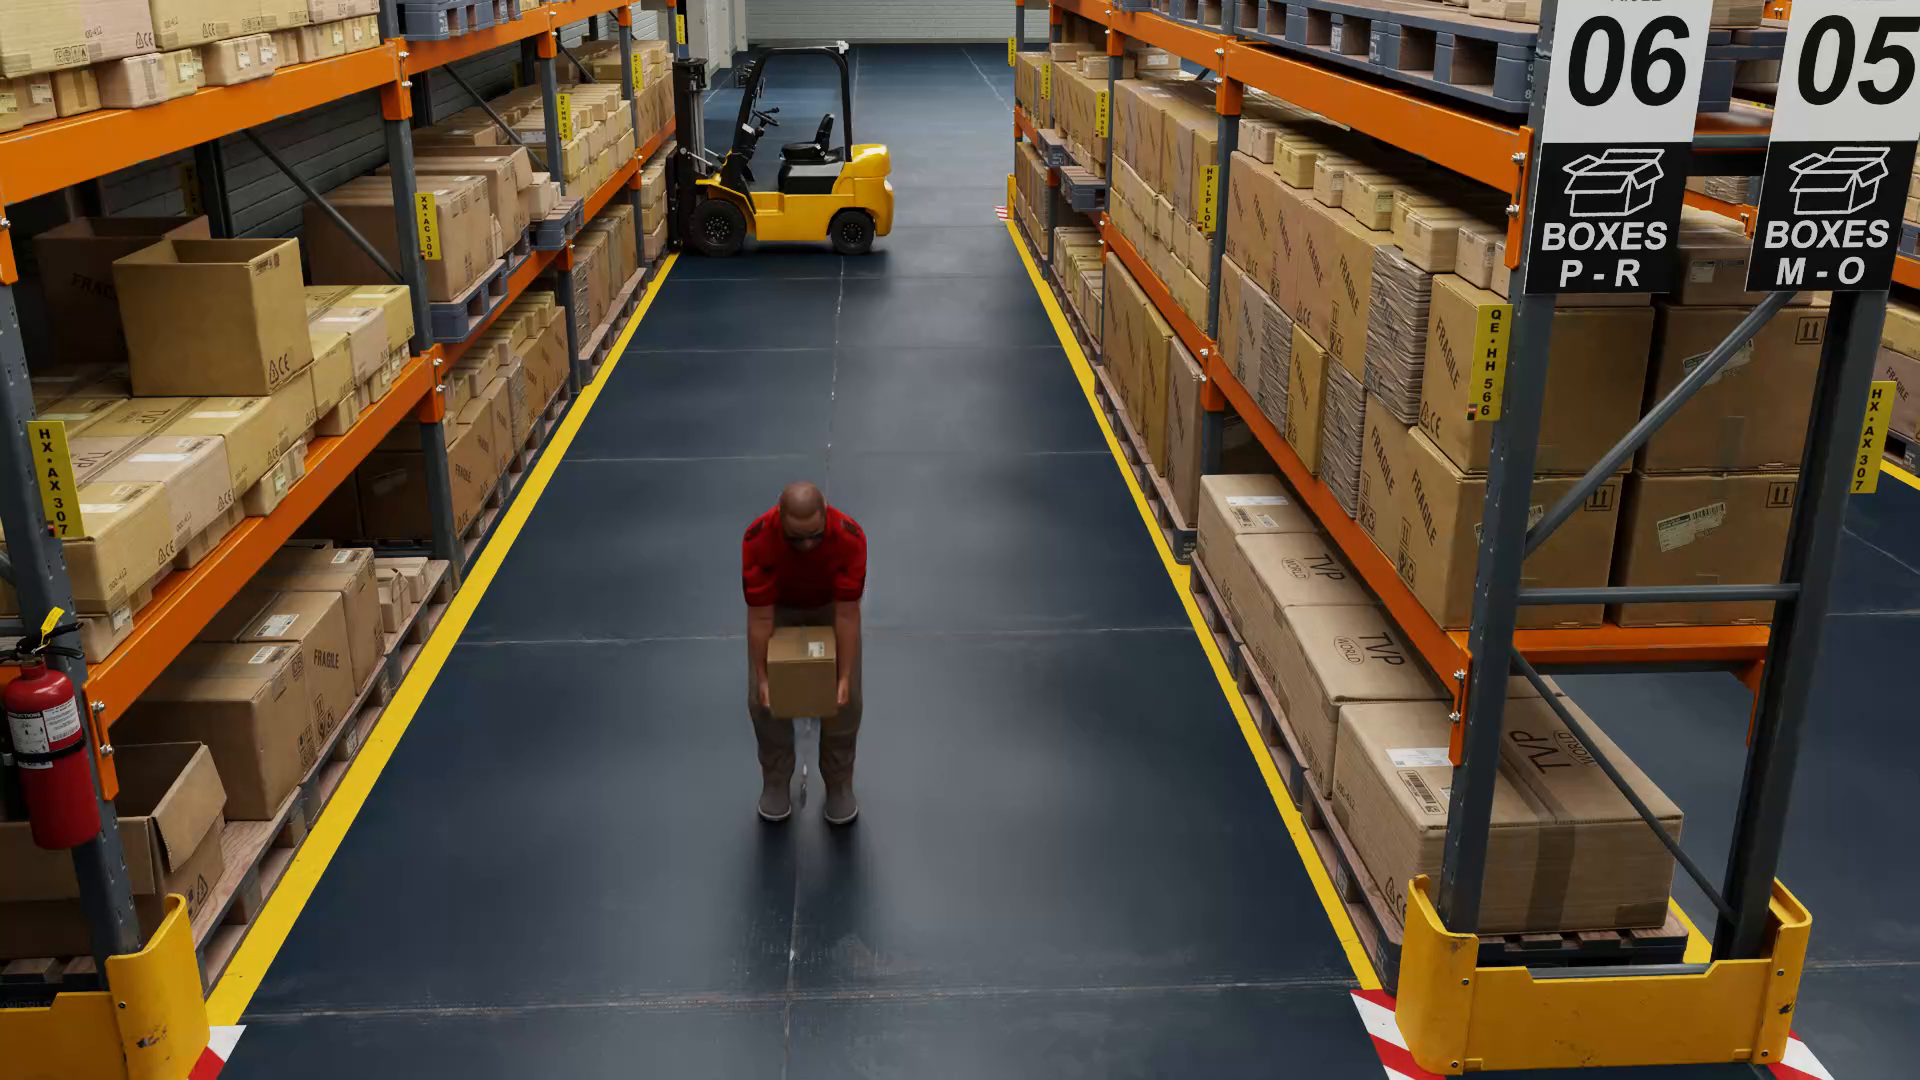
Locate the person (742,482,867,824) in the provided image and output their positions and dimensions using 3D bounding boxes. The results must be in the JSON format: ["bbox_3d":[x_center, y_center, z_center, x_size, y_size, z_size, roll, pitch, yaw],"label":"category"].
[{"bbox_3d":[-0.586,0.409,6.320,0.477,1.509,0.779,-2,20,-4],"label":"person"}]
